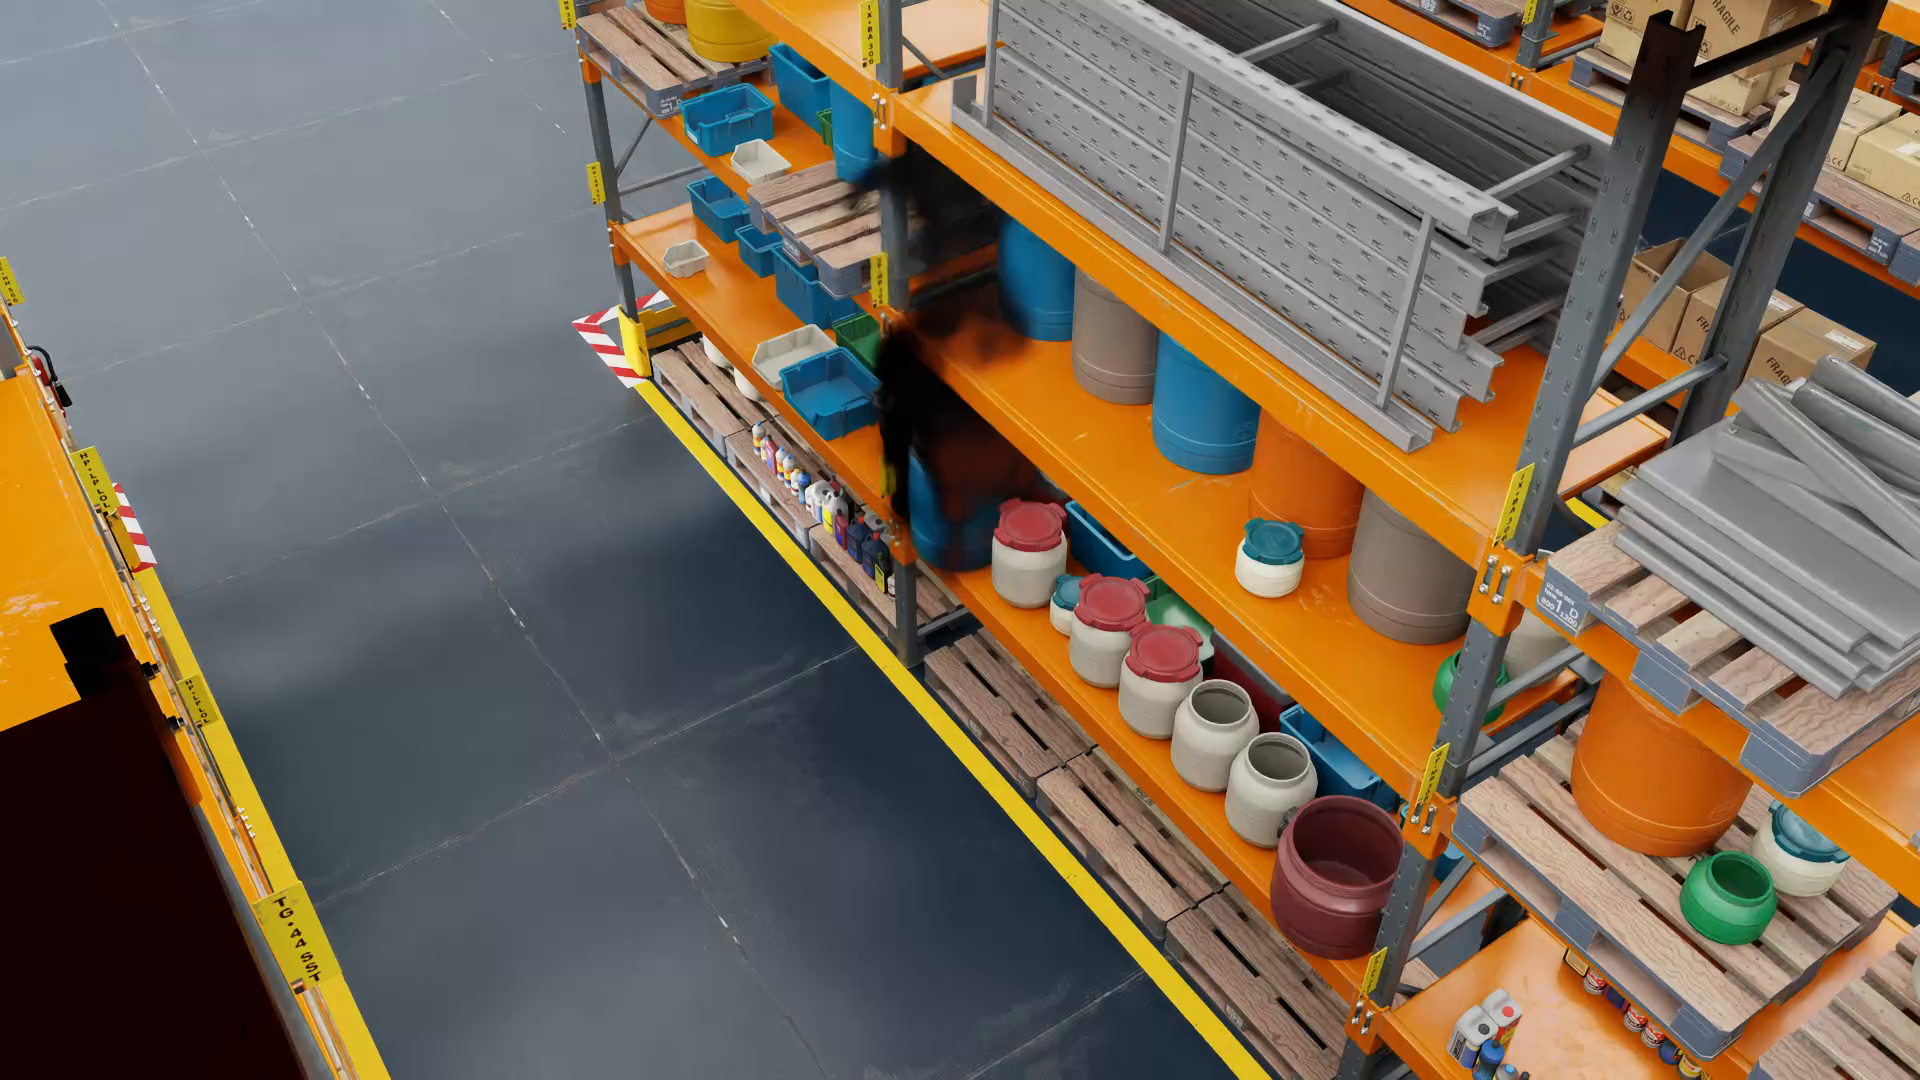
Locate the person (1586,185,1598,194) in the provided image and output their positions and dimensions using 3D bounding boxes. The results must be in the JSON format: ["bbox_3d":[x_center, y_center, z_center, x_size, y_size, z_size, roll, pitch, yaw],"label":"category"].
[{"bbox_3d":[5.429,-2.987,13.785,0.589,1.655,0.562,32,52,30],"label":"person"}]
